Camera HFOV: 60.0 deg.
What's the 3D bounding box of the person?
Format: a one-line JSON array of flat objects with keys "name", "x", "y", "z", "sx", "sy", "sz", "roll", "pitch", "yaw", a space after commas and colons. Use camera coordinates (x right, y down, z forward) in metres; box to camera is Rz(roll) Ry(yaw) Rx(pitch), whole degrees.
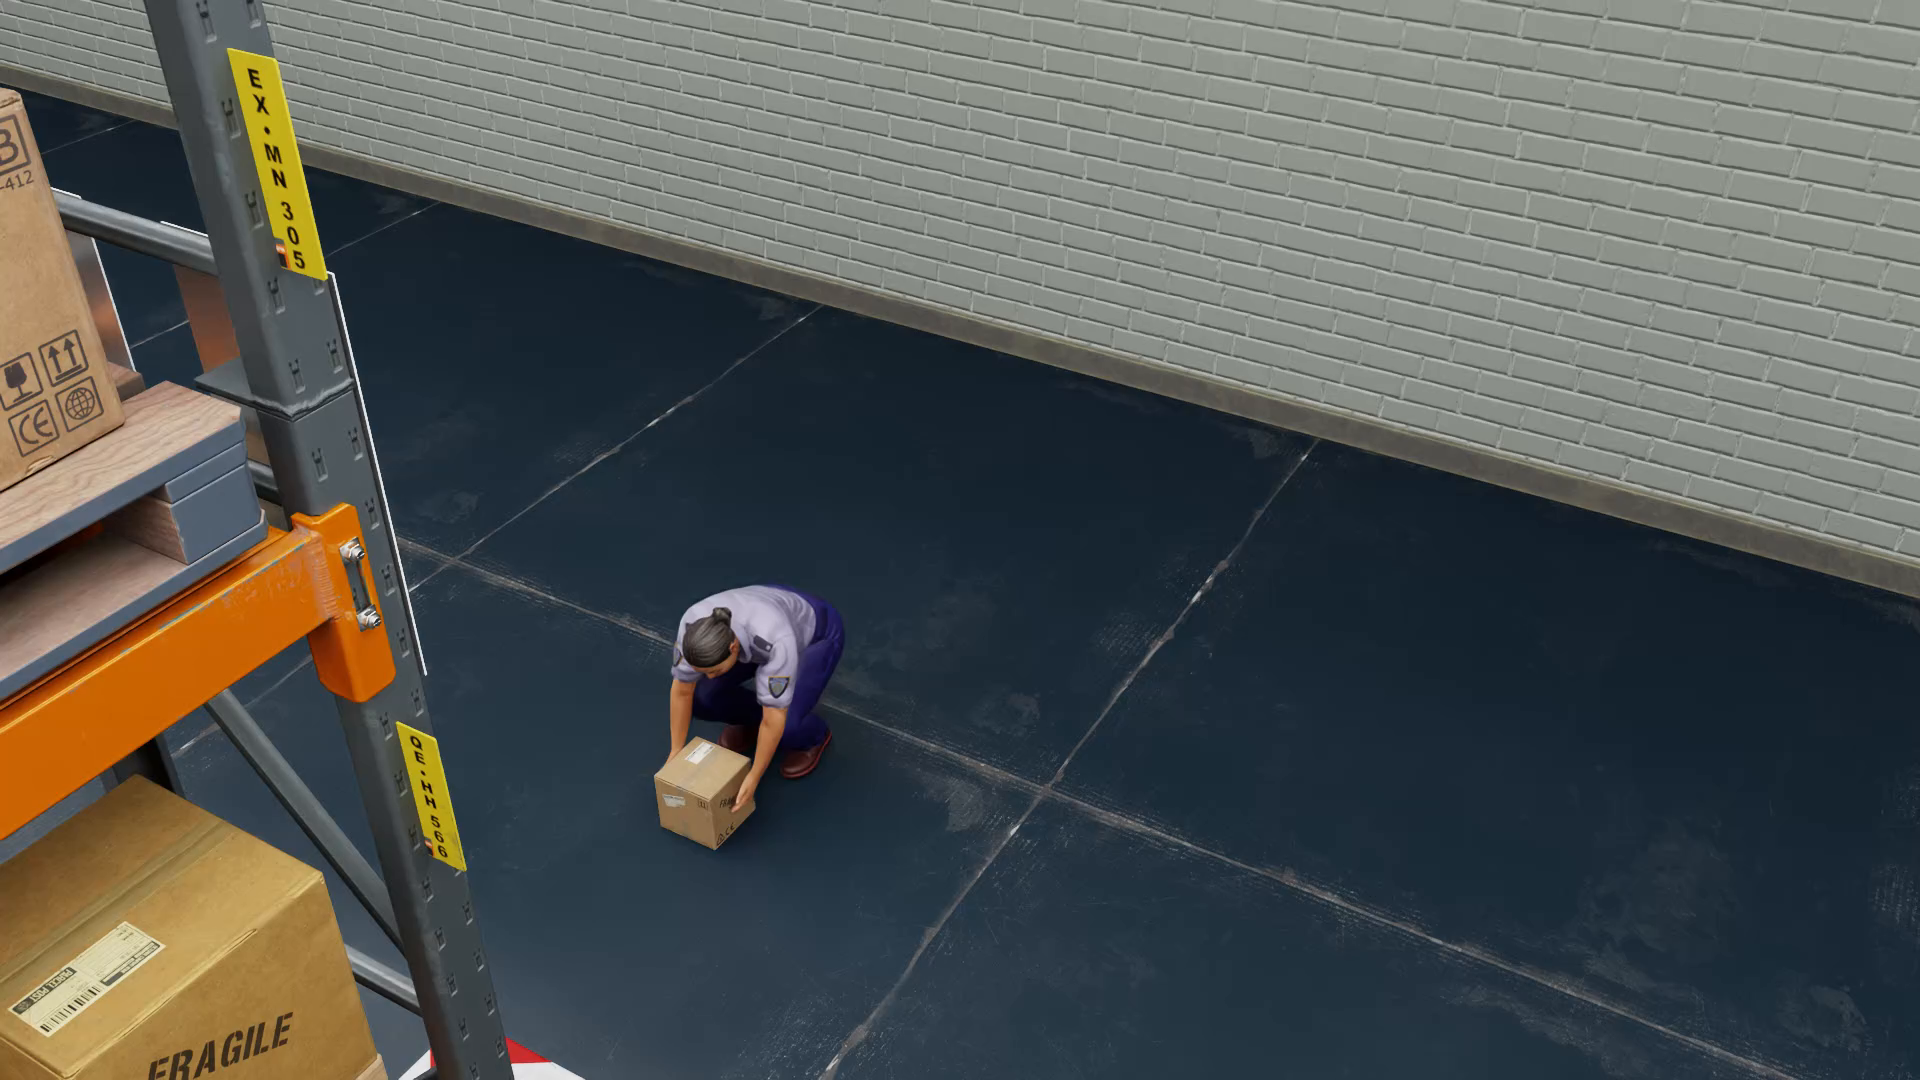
[{"name": "person", "x": -0.749, "y": 0.485, "z": 6.114, "sx": 0.526, "sy": 0.902, "sz": 0.822, "roll": 18, "pitch": 38, "yaw": 24}]
